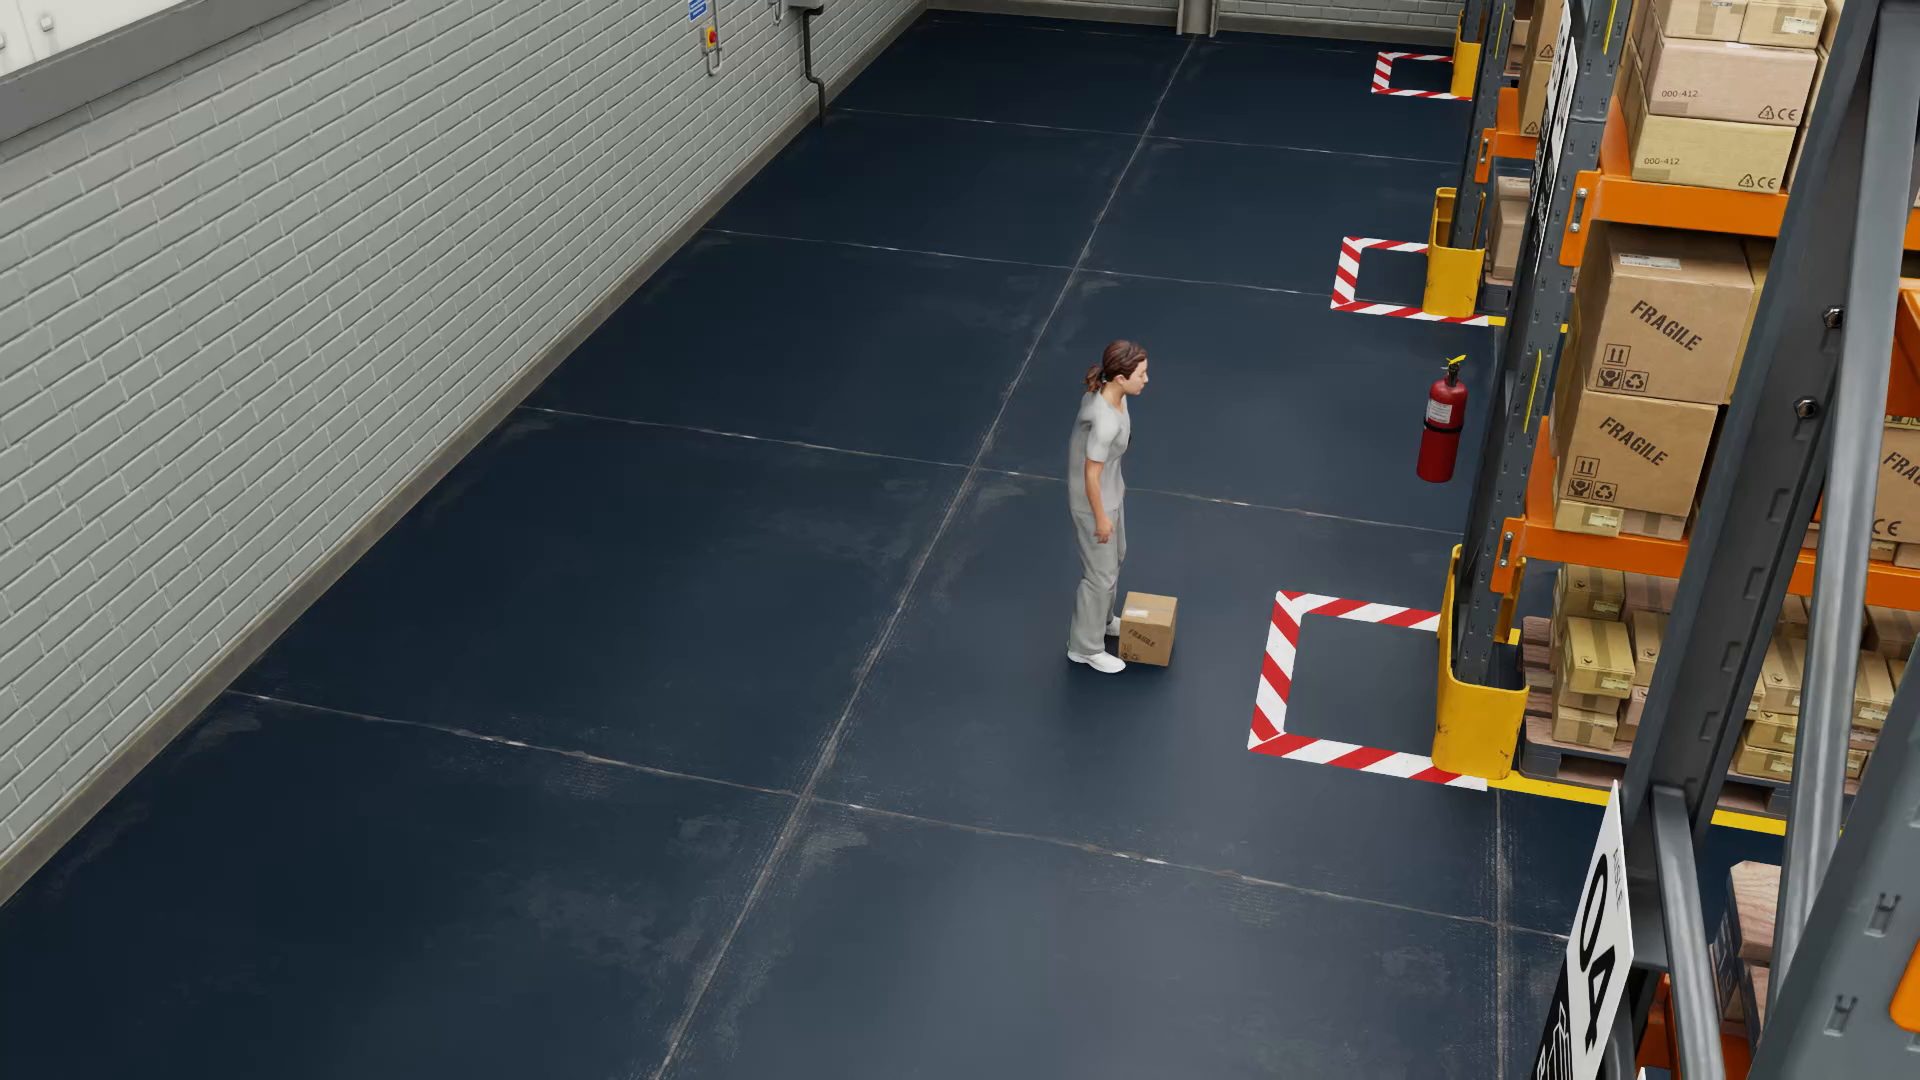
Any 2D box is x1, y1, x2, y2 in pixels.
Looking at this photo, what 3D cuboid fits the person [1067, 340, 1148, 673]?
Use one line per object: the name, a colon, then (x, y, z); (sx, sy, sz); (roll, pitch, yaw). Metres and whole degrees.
person: (0.689, -0.173, 7.949); (0.360, 1.646, 0.500); (7, 34, 10)
